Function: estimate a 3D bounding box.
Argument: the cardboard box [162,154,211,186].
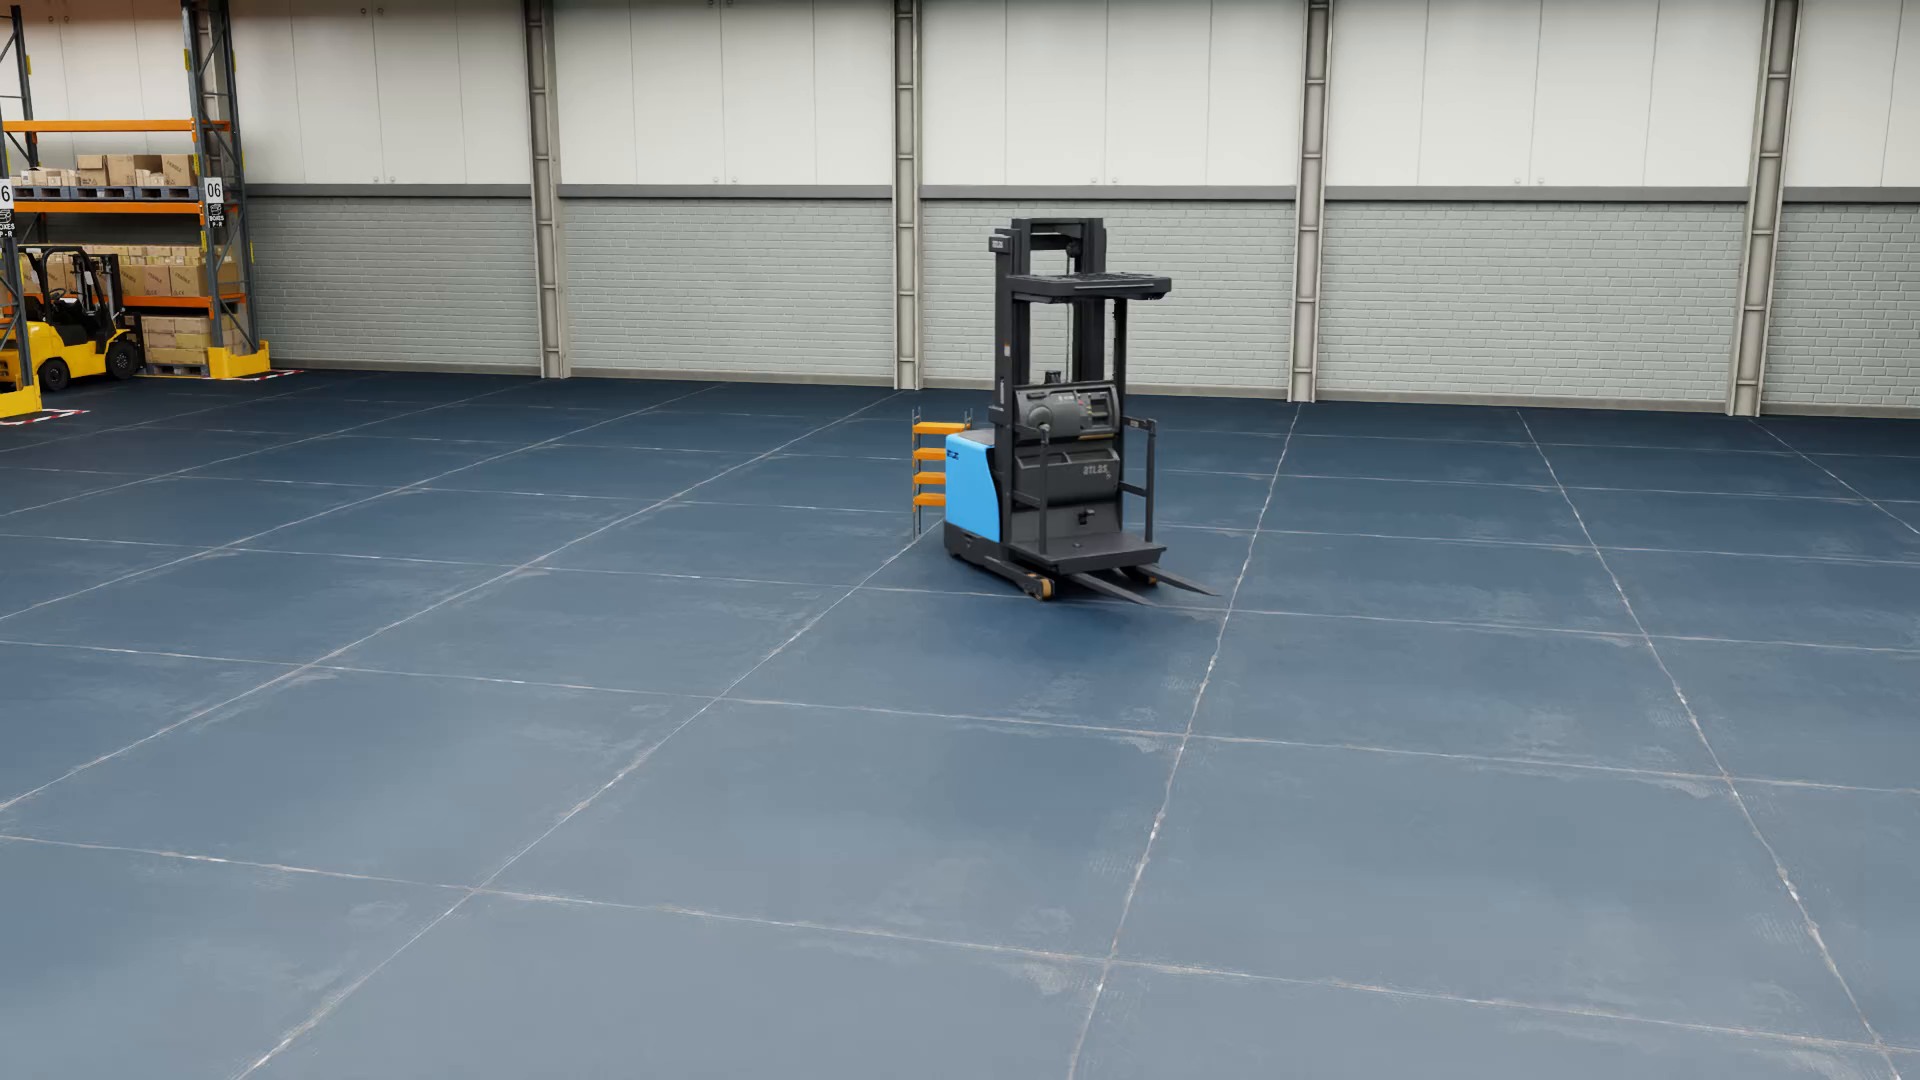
[{"bbox_3d":[-12.476,-5.964,26.831,0.500,0.500,0.500,3,13,15],"label":"cardboard box"}]

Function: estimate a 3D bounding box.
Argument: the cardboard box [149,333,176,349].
[{"bbox_3d":[-13.019,-3.319,27.494,0.500,0.250,0.500,3,13,13],"label":"cardboard box"}]

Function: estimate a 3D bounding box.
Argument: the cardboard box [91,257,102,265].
[{"bbox_3d":[-14.128,-4.642,27.501,0.250,0.149,0.380,3,13,12],"label":"cardboard box"}]

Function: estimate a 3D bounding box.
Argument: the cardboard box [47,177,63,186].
[{"bbox_3d":[-14.762,-5.901,27.360,0.250,0.149,0.380,3,13,15],"label":"cardboard box"}]

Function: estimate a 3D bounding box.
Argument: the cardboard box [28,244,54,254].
[{"bbox_3d":[-15.353,-4.873,27.858,0.250,0.149,0.380,3,13,14],"label":"cardboard box"}]

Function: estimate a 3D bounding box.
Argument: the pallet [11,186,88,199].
[{"bbox_3d":[-15.037,-5.815,27.796,1.213,0.211,1.003,3,13,14],"label":"pallet"}]

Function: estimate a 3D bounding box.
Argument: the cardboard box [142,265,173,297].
[{"bbox_3d":[-13.030,-4.273,27.336,0.500,0.500,0.500,3,13,15],"label":"cardboard box"}]

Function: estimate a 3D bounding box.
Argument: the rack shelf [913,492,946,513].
[{"bbox_3d":[-0.161,-0.335,15.200,0.480,0.148,0.258,3,13,14],"label":"rack shelf"}]

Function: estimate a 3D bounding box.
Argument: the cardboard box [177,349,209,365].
[{"bbox_3d":[-12.519,-3.045,27.413,0.500,0.250,0.500,3,13,14],"label":"cardboard box"}]

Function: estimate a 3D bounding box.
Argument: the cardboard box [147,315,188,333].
[{"bbox_3d":[-13.006,-3.559,27.421,0.500,0.250,0.500,3,13,15],"label":"cardboard box"}]

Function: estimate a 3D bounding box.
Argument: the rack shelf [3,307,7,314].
[{"bbox_3d":[-17.813,-4.185,28.832,4.000,0.370,1.077,3,13,14],"label":"rack shelf"}]

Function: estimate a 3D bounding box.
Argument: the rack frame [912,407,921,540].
[{"bbox_3d":[-0.398,-0.607,15.200,0.015,1.200,0.240,3,13,14],"label":"rack frame"}]

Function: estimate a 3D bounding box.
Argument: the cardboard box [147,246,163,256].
[{"bbox_3d":[-13.117,-4.752,27.314,0.250,0.149,0.380,3,13,14],"label":"cardboard box"}]

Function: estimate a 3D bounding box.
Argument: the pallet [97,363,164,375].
[{"bbox_3d":[-13.921,-2.958,28.079,1.213,0.211,1.003,3,13,14],"label":"pallet"}]

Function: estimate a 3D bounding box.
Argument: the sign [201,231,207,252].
[{"bbox_3d":[-12.131,-4.792,26.688,0.005,0.325,0.100,3,13,14],"label":"sign"}]

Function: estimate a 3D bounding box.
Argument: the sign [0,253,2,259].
[{"bbox_3d":[-15.992,-4.844,27.653,0.005,0.325,0.100,3,13,14],"label":"sign"}]

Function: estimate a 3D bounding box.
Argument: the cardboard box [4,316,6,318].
[{"bbox_3d":[-16.380,-3.503,28.609,0.625,0.625,0.875,4,13,16],"label":"cardboard box"}]

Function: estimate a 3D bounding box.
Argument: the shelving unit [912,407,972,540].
[{"bbox_3d":[-0.161,-0.594,15.143,0.503,1.200,0.258,3,13,14],"label":"shelving unit"}]

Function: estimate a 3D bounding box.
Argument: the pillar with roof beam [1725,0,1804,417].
[{"bbox_3d":[9.822,-5.228,18.024,0.400,9.000,9.100,3,13,14],"label":"pillar with roof beam"}]

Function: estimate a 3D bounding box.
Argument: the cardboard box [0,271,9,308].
[{"bbox_3d":[-13.567,-3.458,22.976,0.500,0.500,0.500,3,13,13],"label":"cardboard box"}]

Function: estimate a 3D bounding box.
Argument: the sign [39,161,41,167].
[{"bbox_3d":[-15.740,-6.305,28.423,0.005,0.325,0.100,3,13,14],"label":"sign"}]

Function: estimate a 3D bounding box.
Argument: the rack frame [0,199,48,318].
[{"bbox_3d":[-15.871,-4.432,28.286,0.127,3.000,1.000,3,13,14],"label":"rack frame"}]

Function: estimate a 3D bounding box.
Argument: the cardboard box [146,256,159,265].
[{"bbox_3d":[-13.122,-4.598,27.304,0.250,0.149,0.380,3,13,13],"label":"cardboard box"}]

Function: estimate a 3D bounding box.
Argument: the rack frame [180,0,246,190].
[{"bbox_3d":[-11.988,-7.154,26.701,0.127,3.000,1.000,3,13,14],"label":"rack frame"}]

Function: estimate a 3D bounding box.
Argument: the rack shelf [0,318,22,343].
[{"bbox_3d":[-15.115,-2.933,23.191,4.000,0.370,1.077,3,13,14],"label":"rack shelf"}]

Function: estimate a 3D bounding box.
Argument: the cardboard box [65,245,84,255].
[{"bbox_3d":[-14.624,-4.815,27.598,0.250,0.149,0.380,3,13,13],"label":"cardboard box"}]

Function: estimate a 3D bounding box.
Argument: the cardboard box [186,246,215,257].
[{"bbox_3d":[-12.386,-4.710,27.121,0.250,0.149,0.380,3,13,14],"label":"cardboard box"}]

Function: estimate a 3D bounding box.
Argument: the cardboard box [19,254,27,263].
[{"bbox_3d":[-15.625,-4.726,27.881,0.250,0.149,0.380,3,13,13],"label":"cardboard box"}]

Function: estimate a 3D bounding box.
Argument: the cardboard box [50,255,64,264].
[{"bbox_3d":[-14.891,-4.677,27.660,0.250,0.149,0.380,3,13,15],"label":"cardboard box"}]

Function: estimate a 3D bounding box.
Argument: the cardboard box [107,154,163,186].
[{"bbox_3d":[-13.446,-6.038,27.165,0.500,0.500,0.700,3,13,14],"label":"cardboard box"}]

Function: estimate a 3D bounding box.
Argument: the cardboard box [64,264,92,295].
[{"bbox_3d":[-14.501,-4.354,27.701,0.500,0.500,0.500,3,13,13],"label":"cardboard box"}]

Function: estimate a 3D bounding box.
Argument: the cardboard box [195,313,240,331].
[{"bbox_3d":[-12.409,-3.640,27.786,0.500,0.250,0.500,3,13,13],"label":"cardboard box"}]

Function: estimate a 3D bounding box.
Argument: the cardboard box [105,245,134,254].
[{"bbox_3d":[-13.876,-4.788,27.475,0.250,0.149,0.380,3,13,14],"label":"cardboard box"}]

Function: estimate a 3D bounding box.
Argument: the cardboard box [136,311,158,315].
[{"bbox_3d":[-13.874,-3.722,28.153,0.500,0.250,0.500,3,13,12],"label":"cardboard box"}]

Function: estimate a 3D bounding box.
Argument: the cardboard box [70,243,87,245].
[{"bbox_3d":[-14.995,-4.957,28.237,0.250,0.149,0.380,3,13,13],"label":"cardboard box"}]

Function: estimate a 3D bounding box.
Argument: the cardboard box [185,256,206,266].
[{"bbox_3d":[-12.391,-4.549,27.085,0.250,0.149,0.380,3,13,14],"label":"cardboard box"}]

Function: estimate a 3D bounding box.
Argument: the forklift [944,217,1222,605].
[{"bbox_3d":[0.971,-1.069,13.286,1.130,2.935,3.031,-6,14,-26],"label":"forklift"}]

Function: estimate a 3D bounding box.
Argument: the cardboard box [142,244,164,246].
[{"bbox_3d":[-13.498,-4.888,27.925,0.250,0.149,0.380,3,13,12],"label":"cardboard box"}]

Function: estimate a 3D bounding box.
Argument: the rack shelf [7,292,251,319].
[{"bbox_3d":[-13.929,-3.977,27.896,4.000,0.370,1.077,3,13,14],"label":"rack shelf"}]

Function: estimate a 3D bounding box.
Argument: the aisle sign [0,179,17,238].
[{"bbox_3d":[-13.039,-4.512,22.643,0.004,0.787,0.394,3,13,14],"label":"aisle sign"}]

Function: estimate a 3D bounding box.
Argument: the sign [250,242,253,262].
[{"bbox_3d":[-11.849,-4.802,27.773,0.005,0.325,0.100,3,13,14],"label":"sign"}]
